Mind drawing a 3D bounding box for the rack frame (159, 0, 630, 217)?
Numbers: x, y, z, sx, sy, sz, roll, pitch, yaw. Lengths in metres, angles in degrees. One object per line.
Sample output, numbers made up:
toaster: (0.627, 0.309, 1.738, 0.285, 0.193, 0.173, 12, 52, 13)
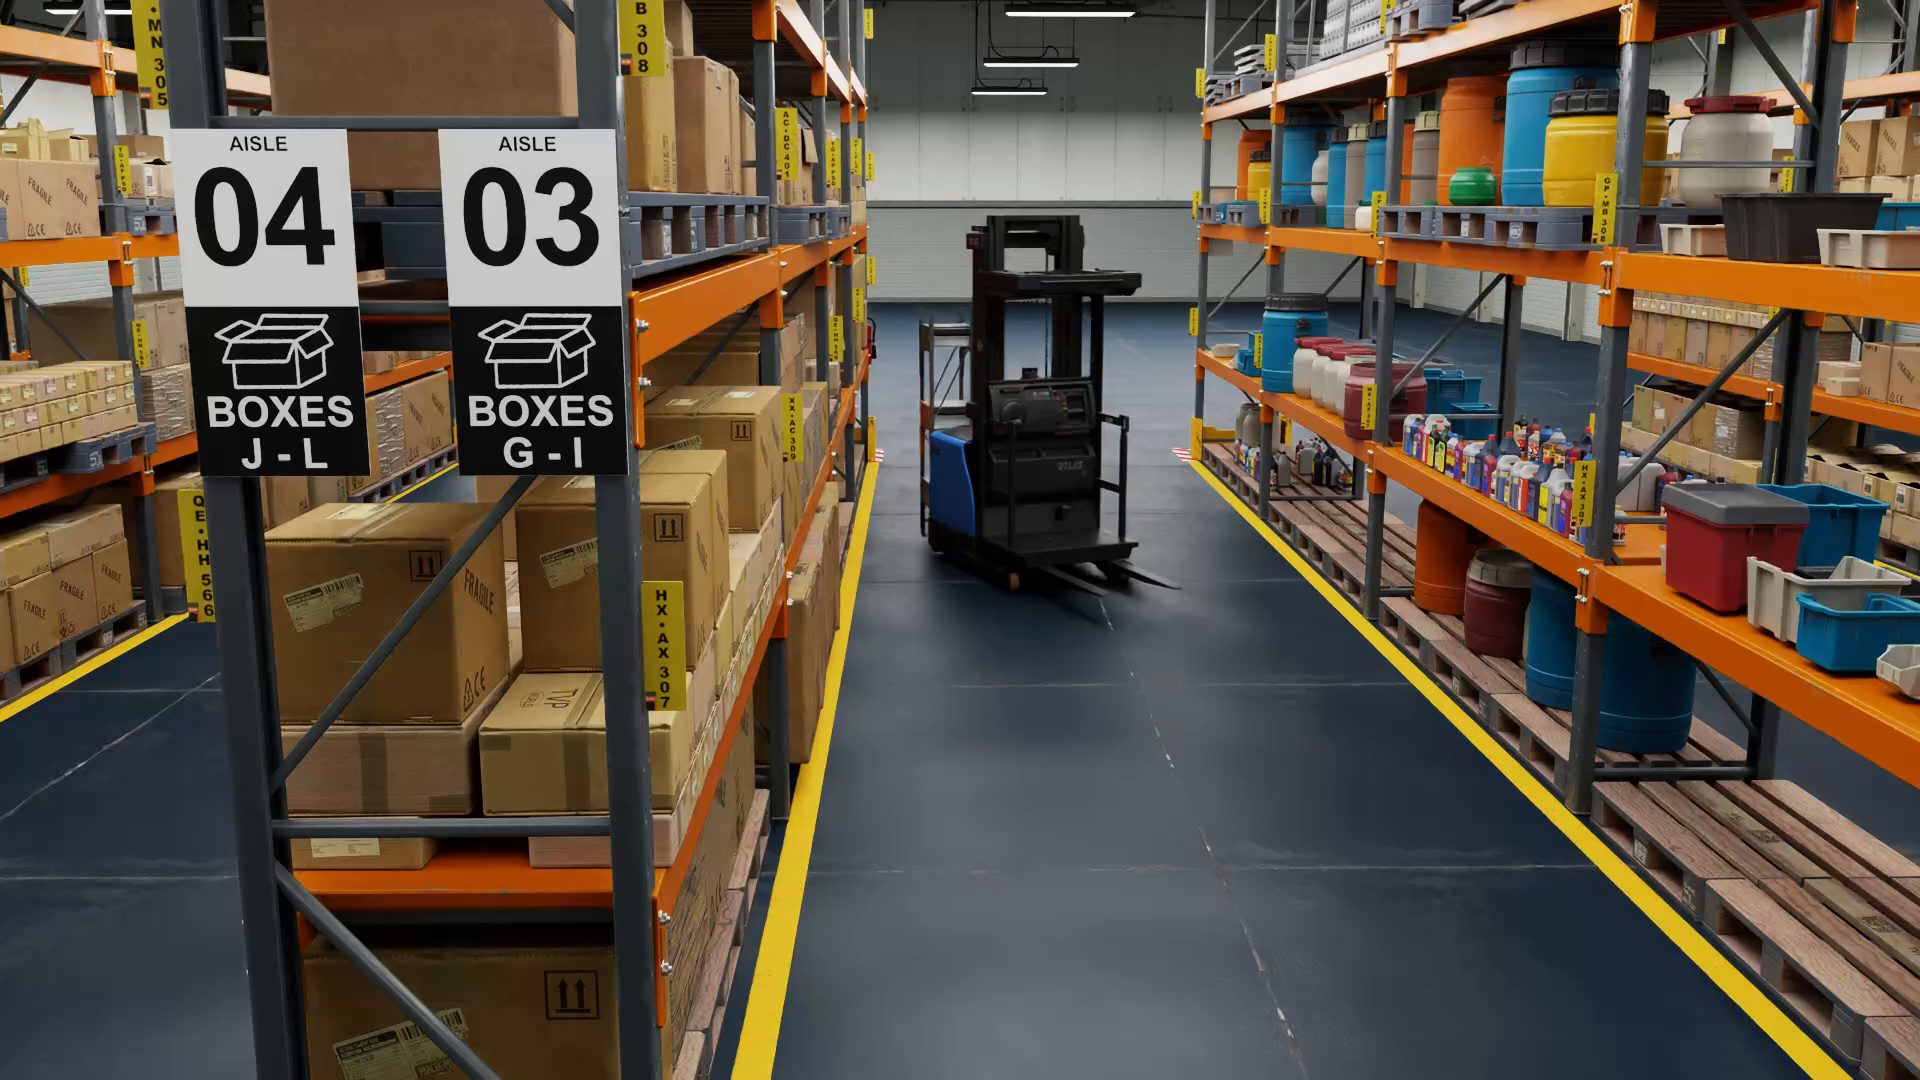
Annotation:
rack frame: (-1.275, -2.216, 3.541, 1.000, 3.000, 0.127, 0, 11, -1)

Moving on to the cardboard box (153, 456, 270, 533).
cardboard box: (-6.346, -0.265, 13.612, 1.050, 0.750, 0.750, 0, 11, 0)

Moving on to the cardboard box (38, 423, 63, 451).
cardboard box: (-5.914, -0.649, 10.481, 0.380, 0.149, 0.250, -1, 11, -4)

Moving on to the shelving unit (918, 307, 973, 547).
shelving unit: (-0.118, -1.025, 15.023, 0.431, 2.100, 0.503, -2, 12, -11)

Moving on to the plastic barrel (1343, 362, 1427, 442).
plastic barrel: (3.199, -1.044, 12.512, 0.600, 0.536, 0.708, 0, 11, -1)

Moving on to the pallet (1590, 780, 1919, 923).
pallet: (3.648, 1.421, 7.715, 1.003, 0.211, 1.213, 0, 11, -1)

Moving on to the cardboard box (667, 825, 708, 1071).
cardboard box: (-1.387, 1.252, 5.824, 0.875, 0.875, 0.875, 0, 11, -1)

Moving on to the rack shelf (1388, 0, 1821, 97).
rack shelf: (3.553, -2.881, 9.632, 1.077, 0.370, 4.000, 0, 11, -1)

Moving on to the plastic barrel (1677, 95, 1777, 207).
plastic barrel: (3.834, -1.940, 8.325, 0.433, 0.535, 0.433, 0, 11, 0)

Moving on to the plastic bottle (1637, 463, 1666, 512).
plastic bottle: (3.946, -0.308, 9.538, 0.152, 0.276, 0.135, 0, 11, -1)

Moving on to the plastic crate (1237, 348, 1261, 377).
plastic crate: (3.134, -1.828, 17.090, 0.499, 0.251, 0.616, 0, 11, -1)

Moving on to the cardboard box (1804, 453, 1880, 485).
cardboard box: (8.146, -0.652, 15.368, 0.500, 0.311, 0.500, 0, 11, -2)

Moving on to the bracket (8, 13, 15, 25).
bracket: (-17.265, -9.426, 30.027, 0.235, 0.232, 0.430, 0, 11, -1)

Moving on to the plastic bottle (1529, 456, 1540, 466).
plastic bottle: (3.362, -0.356, 9.782, 0.097, 0.271, 0.097, 0, 11, 0)

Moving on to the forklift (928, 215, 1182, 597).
forklift: (0.758, -1.114, 13.368, 1.130, 2.935, 3.031, -5, 12, -22)

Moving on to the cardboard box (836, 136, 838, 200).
cardboard box: (-1.217, -2.926, 13.074, 0.500, 0.500, 0.500, -1, 11, -3)

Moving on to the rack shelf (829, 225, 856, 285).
rack shelf: (-1.482, -2.381, 13.709, 1.077, 0.370, 4.000, 0, 11, -1)

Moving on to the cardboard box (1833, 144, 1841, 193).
cardboard box: (8.634, -3.596, 16.228, 0.500, 0.500, 0.500, 1, 11, 4)

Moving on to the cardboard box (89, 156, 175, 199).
cardboard box: (-6.197, -2.692, 12.348, 0.500, 0.311, 0.500, 0, 11, -1)

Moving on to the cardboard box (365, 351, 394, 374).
cardboard box: (-6.431, -2.025, 17.311, 0.875, 0.550, 0.550, 0, 11, -1)

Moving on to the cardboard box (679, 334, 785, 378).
cardboard box: (-1.382, -0.875, 9.246, 0.797, 0.503, 0.637, 0, 11, -1)

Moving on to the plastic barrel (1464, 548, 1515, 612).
plastic barrel: (3.640, 0.336, 11.252, 0.421, 0.512, 0.421, 0, 11, 0)

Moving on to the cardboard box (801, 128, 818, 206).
cardboard box: (-1.356, -2.472, 11.030, 0.797, 0.503, 0.637, 0, 11, 2)

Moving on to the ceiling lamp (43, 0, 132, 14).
ceiling lamp: (-12.769, -9.559, 25.054, 2.000, 3.185, 0.800, 0, 11, -1)

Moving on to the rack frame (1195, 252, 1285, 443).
rack frame: (3.346, -2.477, 19.915, 1.000, 3.000, 0.127, 0, 11, -1)

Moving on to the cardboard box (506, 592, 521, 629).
cardboard box: (-1.571, 0.354, 5.588, 0.500, 0.250, 0.500, -1, 11, -3)

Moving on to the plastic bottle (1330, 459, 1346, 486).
plastic bottle: (3.826, -0.692, 16.860, 0.152, 0.276, 0.135, 0, 11, 1)

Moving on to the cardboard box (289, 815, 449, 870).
cardboard box: (-1.612, 0.778, 4.505, 0.380, 0.149, 0.250, 0, 11, 0)

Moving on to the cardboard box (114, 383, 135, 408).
cardboard box: (-5.936, -0.998, 11.454, 0.380, 0.149, 0.250, 0, 11, 0)

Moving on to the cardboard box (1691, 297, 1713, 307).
cardboard box: (8.334, -2.774, 17.864, 0.700, 0.500, 0.500, 0, 11, -1)

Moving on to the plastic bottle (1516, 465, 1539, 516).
plastic bottle: (3.245, -0.281, 9.401, 0.152, 0.276, 0.135, 0, 11, -1)

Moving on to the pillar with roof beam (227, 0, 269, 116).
pillar with roof beam: (-13.555, -9.981, 41.816, 9.100, 9.000, 0.548, 0, 11, -1)

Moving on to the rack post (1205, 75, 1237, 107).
rack post: (3.235, -5.021, 18.625, 0.937, 0.300, 0.954, 1, 12, 5)

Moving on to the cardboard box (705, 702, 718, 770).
cardboard box: (-0.972, 0.621, 5.275, 0.380, 0.149, 0.250, 0, 11, -2)

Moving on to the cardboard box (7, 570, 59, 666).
cardboard box: (-6.092, 0.491, 10.516, 0.500, 0.500, 0.500, -1, 11, -4)

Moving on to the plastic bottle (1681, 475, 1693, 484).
plastic bottle: (3.983, -0.218, 9.104, 0.097, 0.271, 0.097, 0, 11, 0)

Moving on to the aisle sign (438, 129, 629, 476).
aisle sign: (-0.974, -0.537, 3.815, 0.394, 0.787, 0.004, 0, 11, -1)

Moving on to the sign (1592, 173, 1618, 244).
sign: (3.044, -1.564, 7.849, 0.100, 0.325, 0.005, 0, 11, -1)

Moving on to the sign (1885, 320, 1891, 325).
sign: (8.923, -2.234, 16.006, 0.100, 0.325, 0.005, 0, 11, -1)

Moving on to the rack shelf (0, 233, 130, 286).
rack shelf: (-6.360, -1.586, 9.789, 1.077, 0.370, 4.000, 0, 11, -1)

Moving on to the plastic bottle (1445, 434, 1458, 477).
plastic bottle: (3.189, -0.549, 10.735, 0.097, 0.271, 0.097, 0, 11, 0)

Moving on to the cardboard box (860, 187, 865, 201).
cardboard box: (-1.256, -3.839, 18.458, 0.380, 0.149, 0.250, 0, 11, -1)

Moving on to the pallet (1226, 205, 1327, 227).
pallet: (3.316, -3.202, 16.422, 1.213, 0.211, 1.003, 0, 11, -1)

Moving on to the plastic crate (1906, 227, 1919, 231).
plastic crate: (4.001, -1.181, 6.647, 0.293, 0.136, 0.466, 0, 11, -1)

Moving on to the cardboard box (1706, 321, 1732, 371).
cardboard box: (8.342, -2.043, 17.526, 0.700, 0.500, 0.500, 0, 11, 0)

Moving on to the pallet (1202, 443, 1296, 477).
pallet: (3.406, -0.934, 19.323, 1.003, 0.211, 1.213, 0, 11, -1)

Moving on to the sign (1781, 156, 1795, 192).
sign: (7.826, -3.461, 15.722, 0.100, 0.325, 0.005, 0, 11, -1)

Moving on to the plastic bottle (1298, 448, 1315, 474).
plastic bottle: (3.667, -0.841, 17.596, 0.152, 0.276, 0.135, 0, 11, -1)

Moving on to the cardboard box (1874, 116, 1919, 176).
cardboard box: (8.389, -3.436, 14.530, 0.500, 0.500, 0.500, 1, 12, 4)

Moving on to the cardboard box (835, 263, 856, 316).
cardboard box: (-1.278, -2.437, 16.203, 0.500, 0.500, 0.500, 0, 11, -1)

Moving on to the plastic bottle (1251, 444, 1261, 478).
plastic bottle: (3.117, -0.828, 17.345, 0.144, 0.351, 0.185, 0, 11, -2)

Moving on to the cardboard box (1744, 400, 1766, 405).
cardboard box: (8.664, -1.220, 17.690, 0.500, 0.500, 0.500, 0, 11, -1)

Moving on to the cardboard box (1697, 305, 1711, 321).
cardboard box: (8.128, -2.427, 17.785, 0.380, 0.149, 0.250, 0, 11, 1)

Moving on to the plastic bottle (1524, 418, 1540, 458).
plastic bottle: (3.951, -0.705, 11.475, 0.061, 0.283, 0.133, 0, 11, -1)
